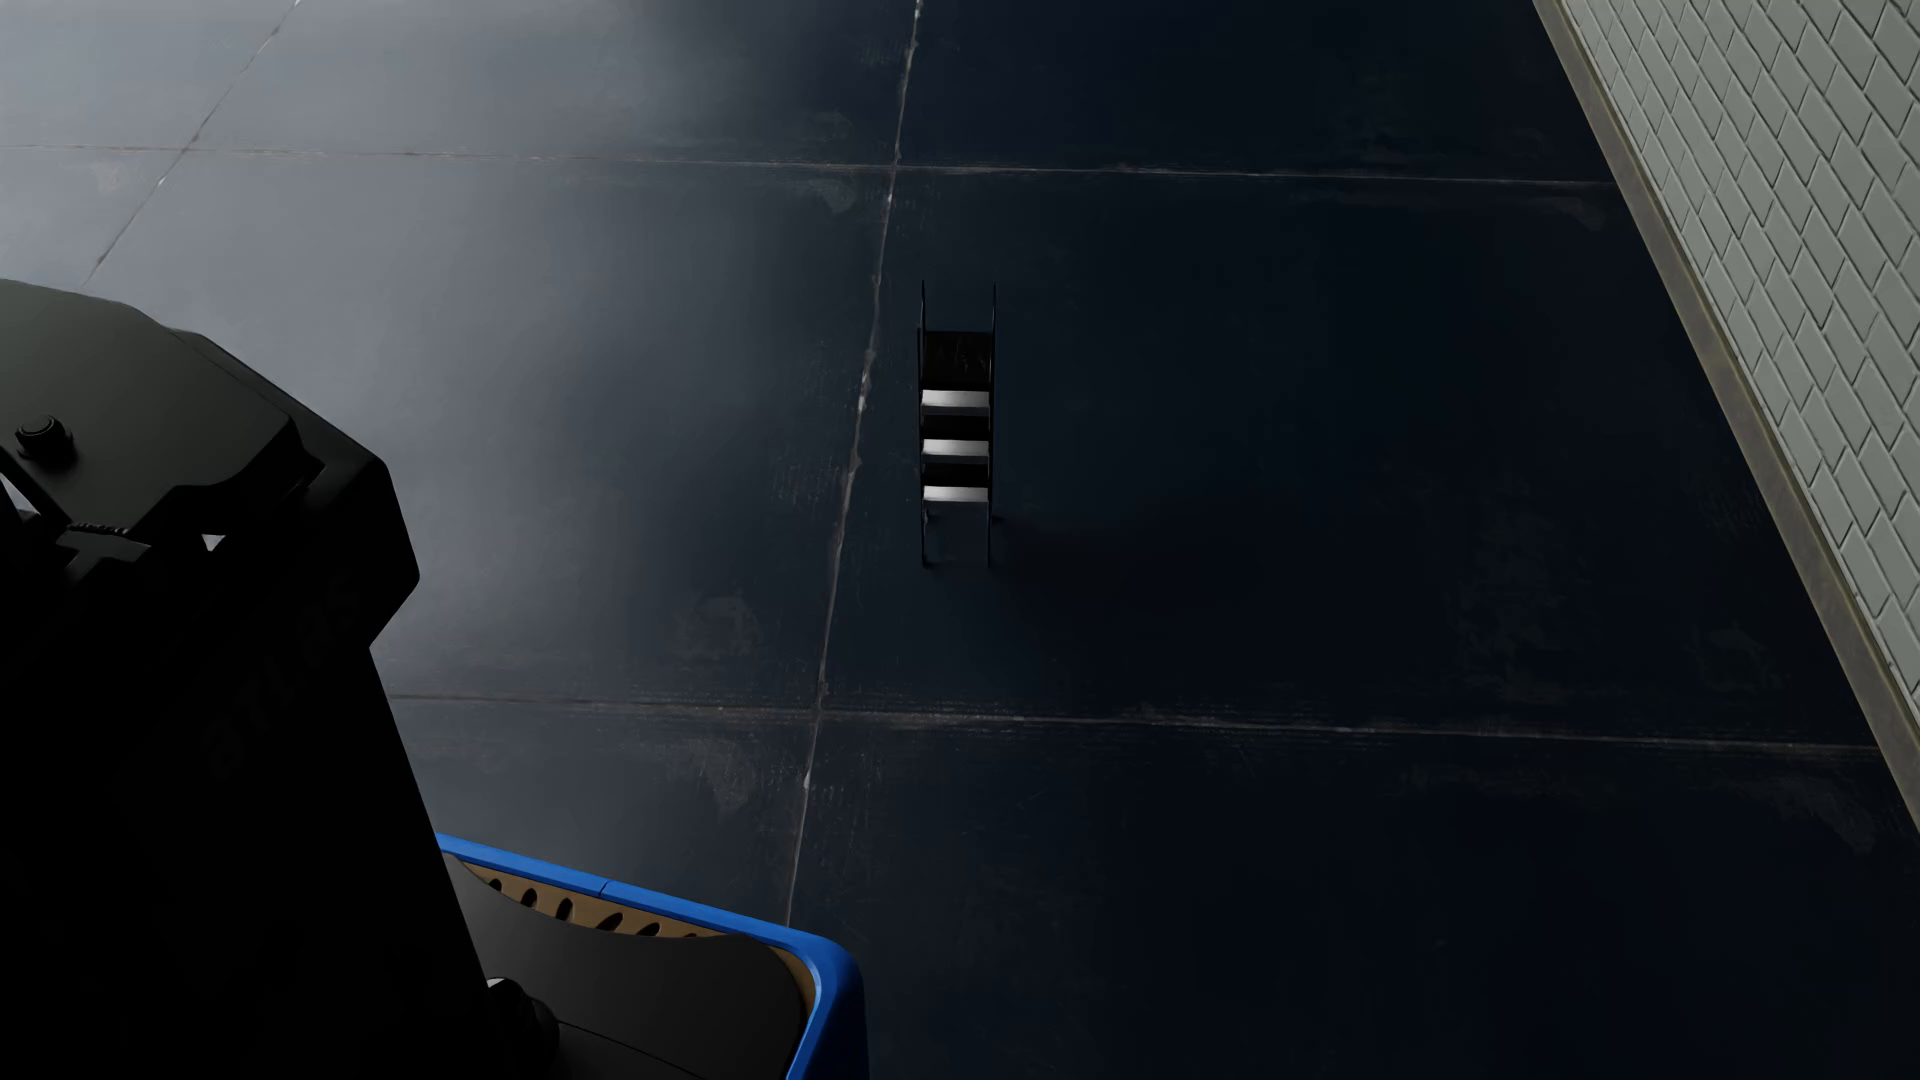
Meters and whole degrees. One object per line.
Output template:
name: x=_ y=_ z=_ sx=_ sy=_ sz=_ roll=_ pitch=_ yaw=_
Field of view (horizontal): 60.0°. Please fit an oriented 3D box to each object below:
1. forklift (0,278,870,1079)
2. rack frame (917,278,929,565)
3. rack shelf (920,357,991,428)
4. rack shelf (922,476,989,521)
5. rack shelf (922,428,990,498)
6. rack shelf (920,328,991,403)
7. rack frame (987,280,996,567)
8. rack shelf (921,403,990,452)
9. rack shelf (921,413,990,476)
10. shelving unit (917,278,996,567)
forklift: x=-1.078 y=1.291 z=1.714 sx=1.130 sy=2.935 sz=3.031 roll=12 pitch=44 yaw=13
rack frame: x=-0.110 y=-0.333 z=4.947 sx=0.006 sy=0.900 sz=0.240 roll=2 pitch=43 yaw=2
rack shelf: x=-0.008 y=-0.437 z=4.844 sx=0.200 sy=0.077 sz=0.258 roll=2 pitch=43 yaw=2
rack shelf: x=-0.008 y=-0.173 z=5.089 sx=0.200 sy=0.077 sz=0.258 roll=2 pitch=43 yaw=2
rack shelf: x=-0.008 y=-0.239 z=5.028 sx=0.200 sy=0.077 sz=0.258 roll=2 pitch=43 yaw=2
rack shelf: x=-0.008 y=-0.503 z=4.782 sx=0.200 sy=0.077 sz=0.258 roll=2 pitch=43 yaw=2
rack frame: x=0.093 y=-0.326 z=4.940 sx=0.006 sy=0.900 sz=0.240 roll=2 pitch=43 yaw=2
rack shelf: x=-0.008 y=-0.371 z=4.905 sx=0.200 sy=0.077 sz=0.258 roll=2 pitch=43 yaw=2
rack shelf: x=-0.008 y=-0.305 z=4.966 sx=0.200 sy=0.077 sz=0.258 roll=2 pitch=43 yaw=2
shelving unit: x=-0.008 y=-0.330 z=4.944 sx=0.210 sy=0.900 sz=0.258 roll=2 pitch=43 yaw=2
